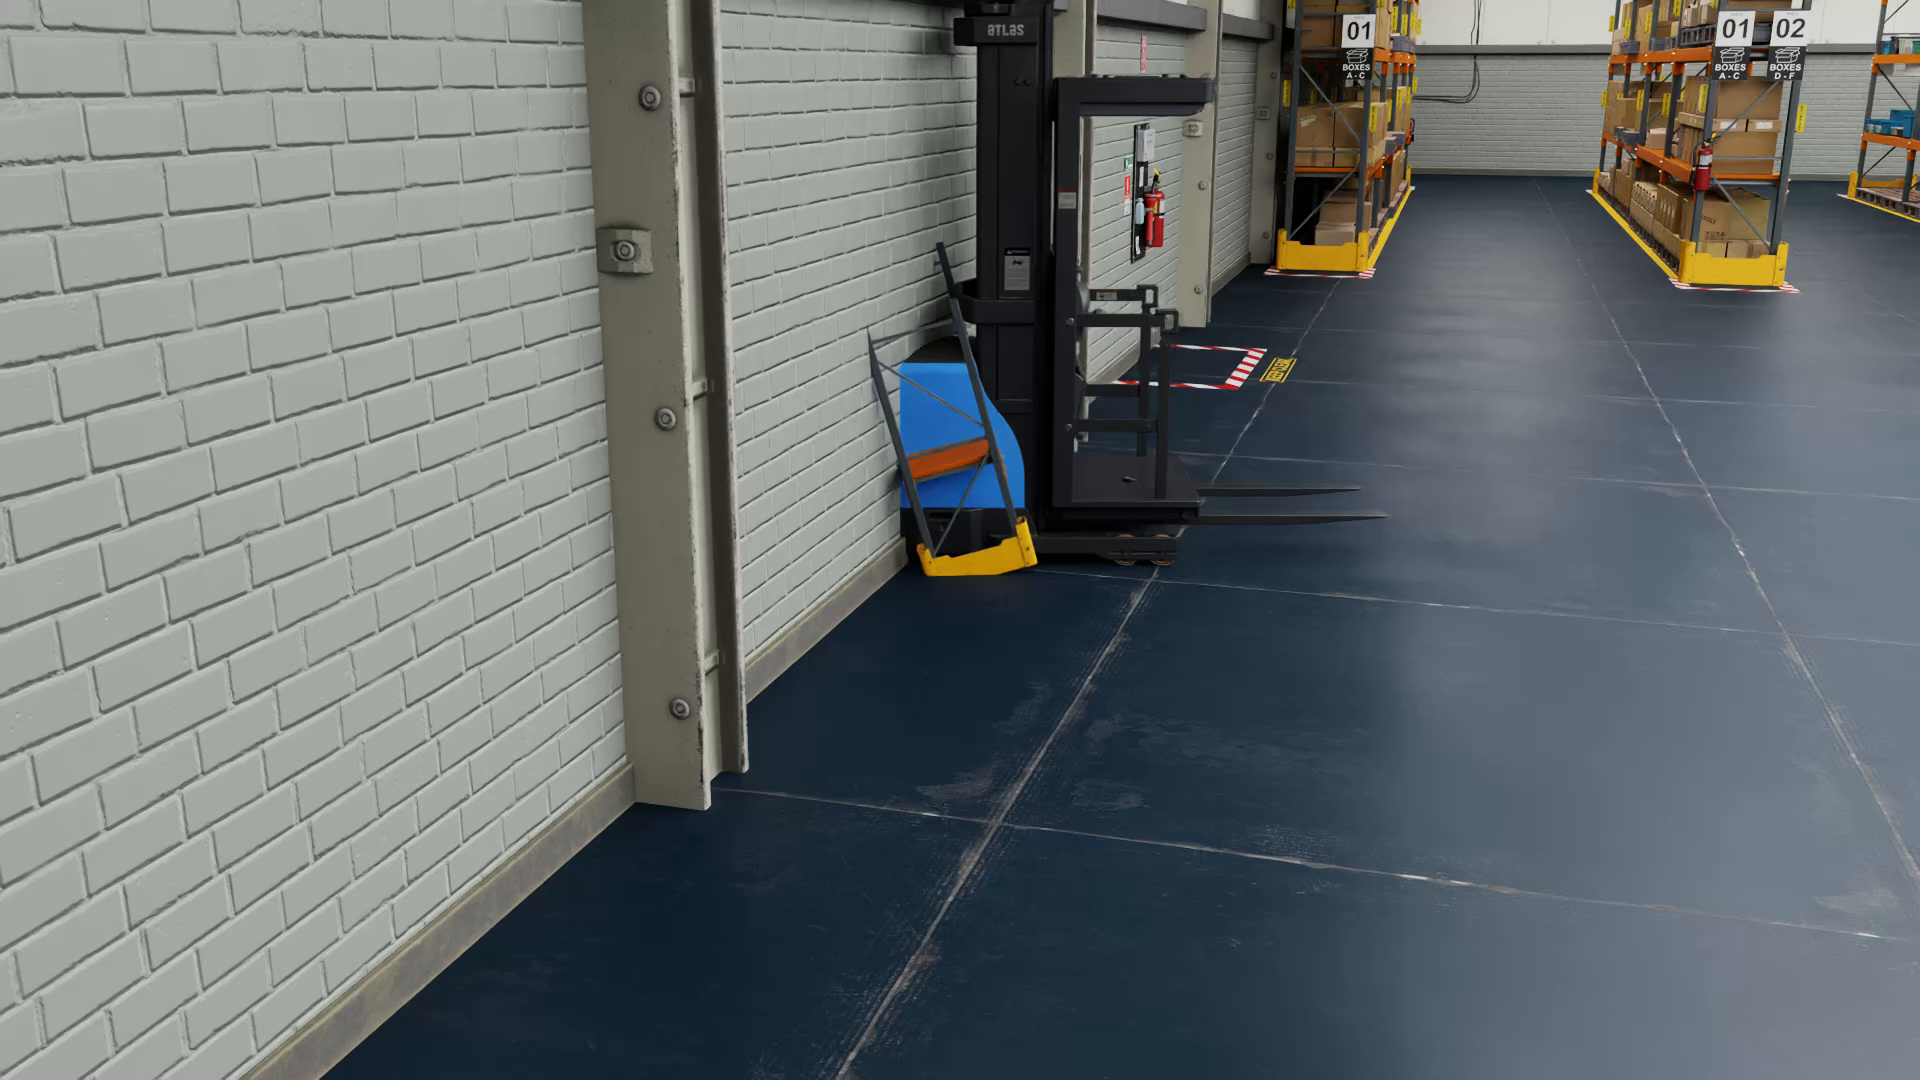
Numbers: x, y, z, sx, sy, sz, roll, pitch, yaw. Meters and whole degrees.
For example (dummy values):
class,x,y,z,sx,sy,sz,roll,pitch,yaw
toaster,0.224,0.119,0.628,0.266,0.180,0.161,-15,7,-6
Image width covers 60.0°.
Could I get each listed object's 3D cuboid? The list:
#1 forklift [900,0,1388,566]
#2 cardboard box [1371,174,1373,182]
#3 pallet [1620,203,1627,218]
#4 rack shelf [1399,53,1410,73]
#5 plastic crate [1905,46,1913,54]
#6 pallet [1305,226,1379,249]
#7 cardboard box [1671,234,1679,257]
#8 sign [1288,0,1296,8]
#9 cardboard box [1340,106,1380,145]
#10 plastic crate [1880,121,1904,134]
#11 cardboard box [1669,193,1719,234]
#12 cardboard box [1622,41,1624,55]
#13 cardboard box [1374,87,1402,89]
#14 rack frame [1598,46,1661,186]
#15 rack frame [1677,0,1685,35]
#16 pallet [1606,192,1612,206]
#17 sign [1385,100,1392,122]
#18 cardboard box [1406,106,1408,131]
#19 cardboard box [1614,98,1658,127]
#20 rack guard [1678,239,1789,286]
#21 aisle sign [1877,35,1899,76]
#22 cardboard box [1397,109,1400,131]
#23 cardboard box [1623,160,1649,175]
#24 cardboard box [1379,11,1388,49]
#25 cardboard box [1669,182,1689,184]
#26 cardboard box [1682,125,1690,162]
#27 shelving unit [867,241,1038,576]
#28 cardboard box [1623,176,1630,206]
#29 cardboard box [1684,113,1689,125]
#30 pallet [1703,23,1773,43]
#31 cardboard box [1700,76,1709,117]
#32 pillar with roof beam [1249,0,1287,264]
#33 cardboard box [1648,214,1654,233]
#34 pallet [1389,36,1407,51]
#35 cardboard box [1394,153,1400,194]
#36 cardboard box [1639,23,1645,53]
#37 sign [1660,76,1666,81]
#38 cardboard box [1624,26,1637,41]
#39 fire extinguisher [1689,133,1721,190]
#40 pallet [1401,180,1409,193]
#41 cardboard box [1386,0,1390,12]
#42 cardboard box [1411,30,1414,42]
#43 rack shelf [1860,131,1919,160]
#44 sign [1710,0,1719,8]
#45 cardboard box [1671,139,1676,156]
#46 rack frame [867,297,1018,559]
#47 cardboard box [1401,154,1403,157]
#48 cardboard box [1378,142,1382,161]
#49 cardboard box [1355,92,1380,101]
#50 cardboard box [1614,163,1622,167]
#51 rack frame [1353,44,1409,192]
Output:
class,x,y,z,sx,sy,sz,roll,pitch,yaw
forklift,0.798,-1.419,8.961,3.031,2.935,1.130,0,16,0
cardboard box,6.642,-6.127,27.835,0.500,0.250,0.500,5,17,17
pallet,12.366,-5.880,29.673,1.003,0.211,1.213,5,16,16
rack shelf,7.587,-8.714,30.377,1.077,0.370,4.000,5,16,16
plastic crate,17.650,-9.051,30.728,0.293,0.136,0.466,5,16,16
pallet,5.725,-4.528,24.905,1.003,0.211,1.213,5,16,16
cardboard box,9.495,-3.792,21.471,0.500,0.250,0.500,5,16,16
sign,4.219,-6.918,21.104,0.100,0.325,0.005,5,16,16
cardboard box,5.319,-5.529,22.191,0.500,0.500,0.500,5,16,16
plastic crate,18.031,-7.984,32.176,0.416,0.233,0.300,5,16,16
cardboard box,9.633,-4.284,21.831,0.500,0.500,0.500,5,16,16
cardboard box,12.941,-9.406,31.772,0.500,0.250,0.500,5,16,16
cardboard box,7.824,-8.160,30.463,0.500,0.250,0.500,4,16,15
rack frame,14.042,-8.804,34.871,1.000,3.000,0.127,5,16,16
rack frame,10.632,-8.550,22.984,1.000,3.000,0.127,5,16,16
pallet,13.102,-6.595,32.195,1.003,0.211,1.213,5,16,16
sign,6.404,-6.424,24.894,0.100,0.325,0.005,5,16,16
cardboard box,8.735,-8.807,34.333,0.980,0.700,0.700,4,16,13
cardboard box,12.557,-7.901,30.735,0.700,0.500,0.500,-1,16,-3
rack guard,9.489,-3.409,20.432,1.175,0.500,0.348,5,16,16
aisle sign,18.526,-9.711,33.306,0.394,0.787,0.004,5,16,16
cardboard box,7.560,-7.538,29.645,0.500,0.500,0.500,5,17,18
cardboard box,12.108,-6.627,29.596,0.500,0.250,0.500,4,16,15
cardboard box,5.698,-7.118,23.210,0.500,0.500,0.500,4,16,14
cardboard box,11.856,-5.704,27.183,0.500,0.311,0.500,5,17,17
cardboard box,10.369,-5.457,22.890,0.700,0.500,0.500,4,16,15
shelving unit,-0.105,-0.680,8.853,0.587,1.500,1.083,-15,26,2
cardboard box,11.957,-6.118,29.177,0.500,0.500,0.500,4,16,14
cardboard box,10.154,-5.767,22.793,0.380,0.149,0.250,4,16,15
pallet,9.721,-6.201,20.361,1.003,0.211,1.213,5,16,16
cardboard box,9.942,-5.695,21.350,0.700,0.500,0.500,5,16,16
pillar with roof beam,8.242,-7.804,20.351,9.100,9.000,0.400,5,16,16
cardboard box,10.472,-4.675,24.582,0.500,0.250,0.500,4,16,15
pallet,6.159,-7.553,25.310,1.213,0.211,1.003,5,16,16
cardboard box,7.845,-6.895,31.313,0.750,0.750,0.750,5,17,18
cardboard box,12.153,-8.588,28.431,0.910,0.500,0.500,5,16,16
sign,14.569,-9.465,34.500,0.100,0.325,0.005,5,16,16
cardboard box,12.784,-9.517,31.247,0.500,0.250,0.500,5,16,16
fire extinguisher,9.017,-4.586,20.142,0.296,0.674,0.183,5,16,16
pallet,9.140,-7.630,35.844,1.003,0.211,1.213,5,16,16
cardboard box,5.715,-7.596,23.062,0.500,0.500,0.500,4,16,14
cardboard box,8.763,-10.054,33.104,0.500,0.250,0.500,4,16,15
rack shelf,18.222,-7.549,31.767,1.077,0.370,4.000,5,16,16
sign,8.979,-6.495,19.755,0.100,0.325,0.005,5,16,16
cardboard box,10.706,-5.844,24.682,0.396,0.266,0.258,4,16,15
rack frame,-0.067,-0.458,8.387,0.500,1.500,0.032,-15,26,2
cardboard box,8.886,-7.852,34.137,0.380,0.149,0.250,4,16,14
cardboard box,5.618,-5.443,23.262,0.500,0.250,0.500,5,17,16
cardboard box,6.872,-7.488,28.054,0.380,0.149,0.250,2,16,7
cardboard box,13.435,-7.260,33.197,0.797,0.503,0.637,5,16,16
rack frame,8.155,-8.141,32.533,1.000,3.000,0.127,5,16,16
